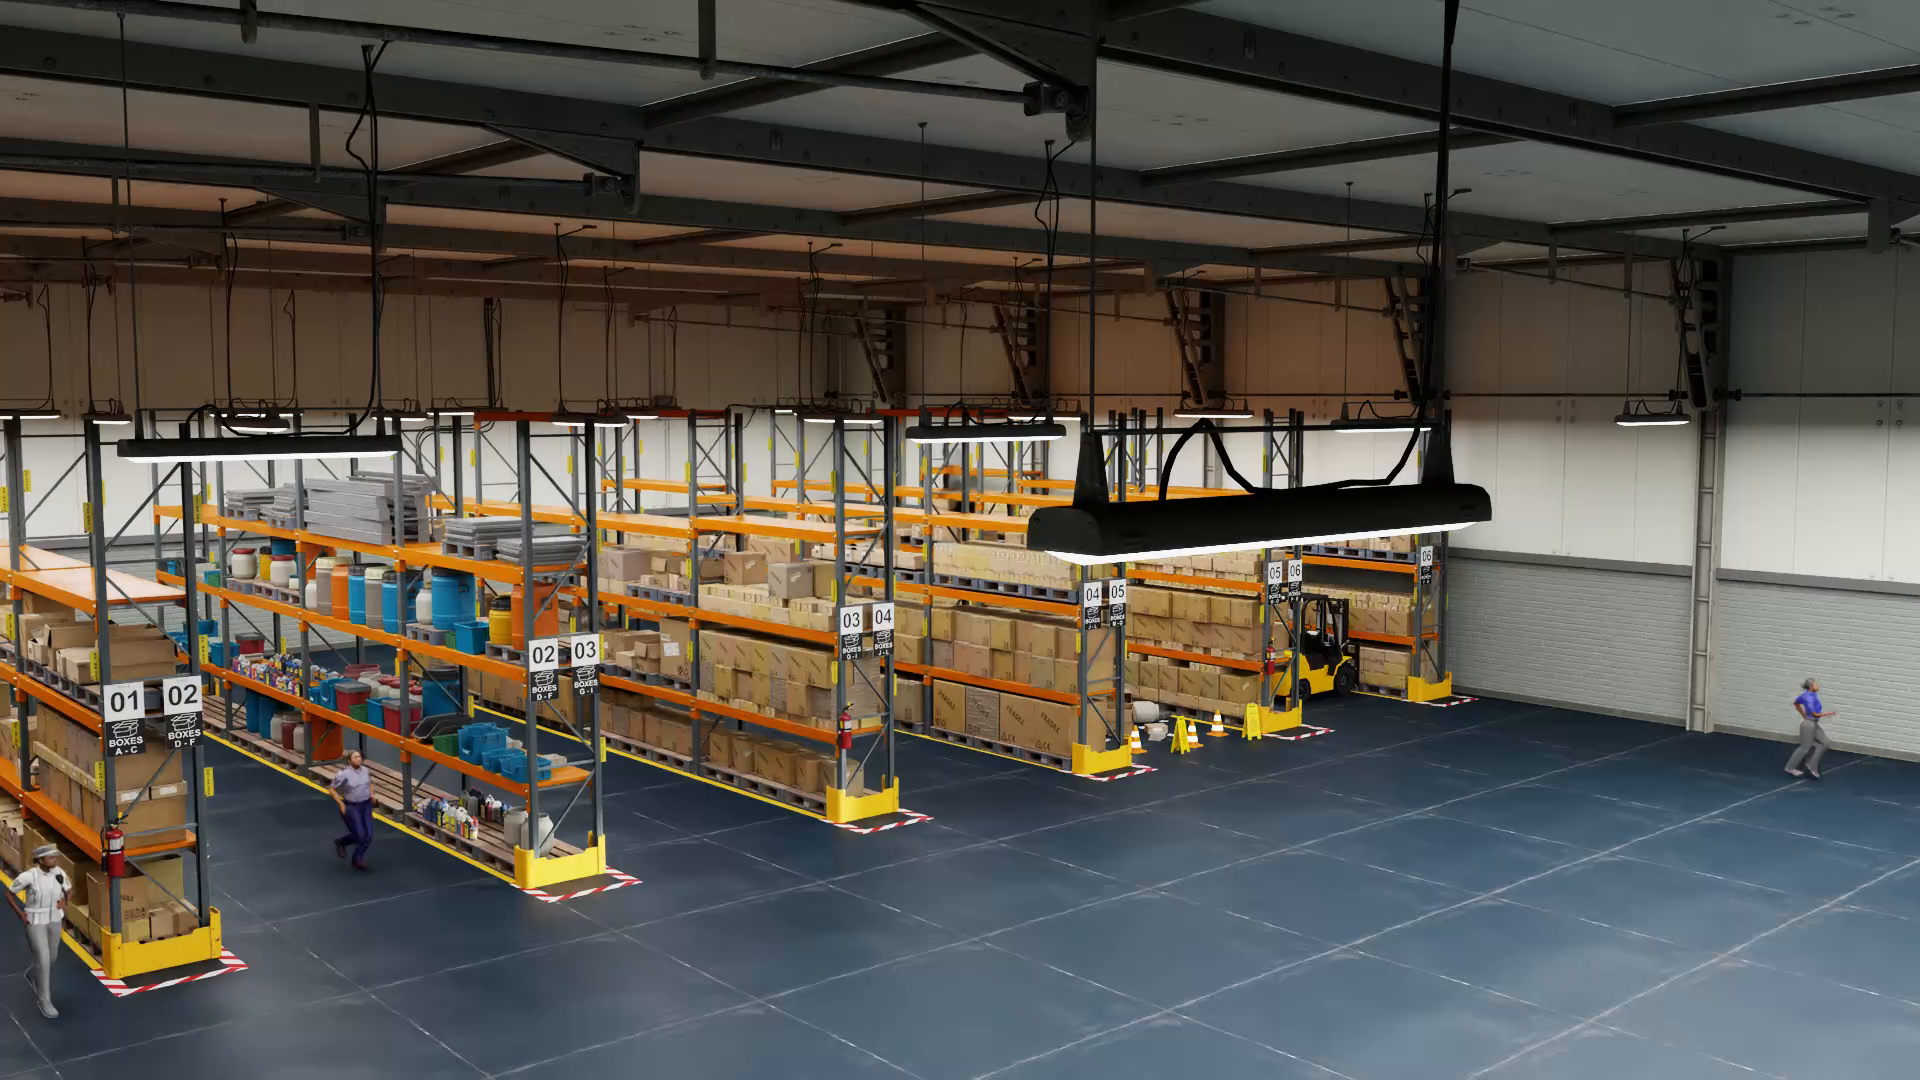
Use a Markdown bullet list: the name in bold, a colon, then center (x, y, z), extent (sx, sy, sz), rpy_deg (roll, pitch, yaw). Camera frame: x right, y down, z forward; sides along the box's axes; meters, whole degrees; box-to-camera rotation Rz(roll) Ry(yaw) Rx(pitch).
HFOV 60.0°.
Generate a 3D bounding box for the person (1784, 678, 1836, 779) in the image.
- **person**: center (14.018, 3.108, 27.398), extent (0.718, 1.694, 0.541), rpy_deg (3, 6, 30)

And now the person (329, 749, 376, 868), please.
- **person**: center (-8.062, 3.587, 22.206), extent (0.551, 1.593, 0.607), rpy_deg (3, 6, 34)

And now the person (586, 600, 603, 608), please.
- **person**: center (-8.906, 1.905, 40.748), extent (0.712, 1.712, 0.614), rpy_deg (4, 6, 36)

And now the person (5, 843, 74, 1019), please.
- **person**: center (-9.483, 3.981, 17.253), extent (0.941, 1.692, 0.592), rpy_deg (3, 6, 29)
